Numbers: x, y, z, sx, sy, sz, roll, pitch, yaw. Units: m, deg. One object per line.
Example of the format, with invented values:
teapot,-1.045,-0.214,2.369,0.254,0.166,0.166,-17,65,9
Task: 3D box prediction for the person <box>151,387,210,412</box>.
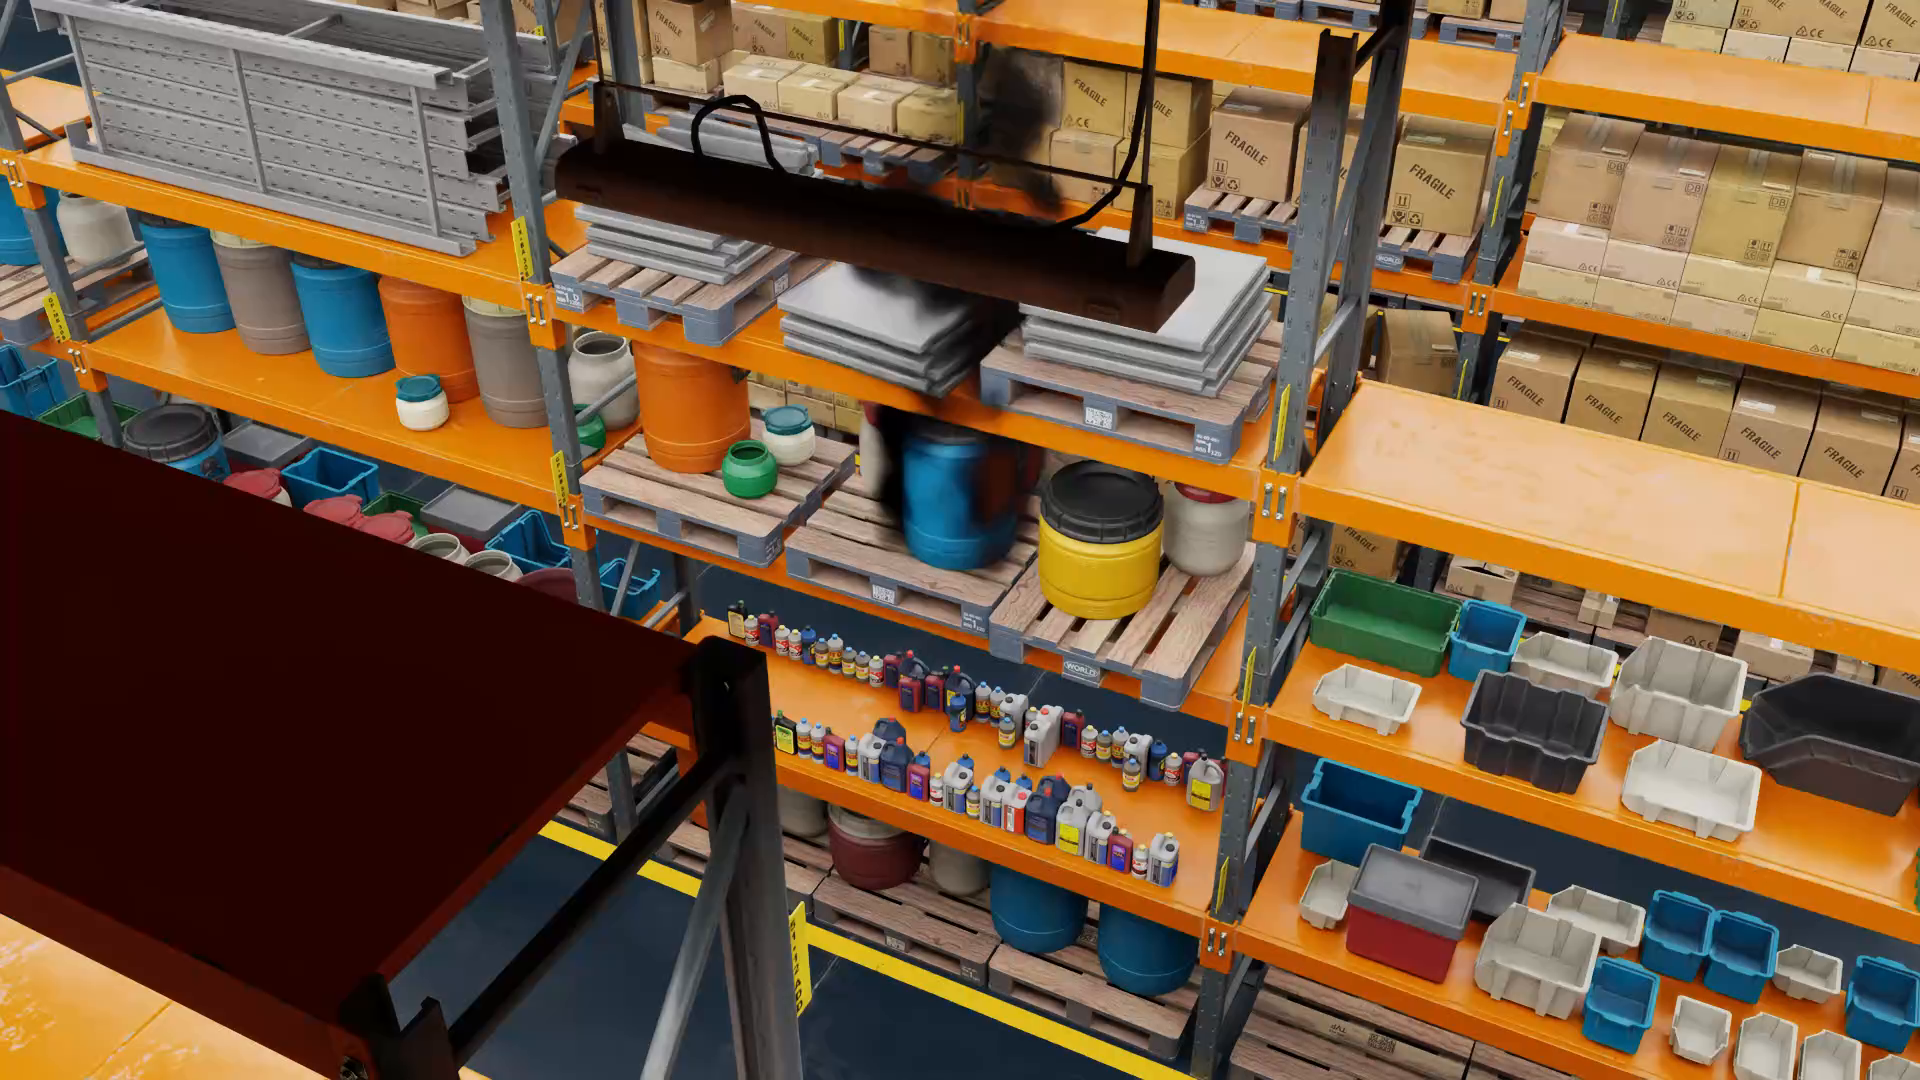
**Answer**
person,-6.550,-1.171,14.083,0.938,1.642,0.583,27,43,33
